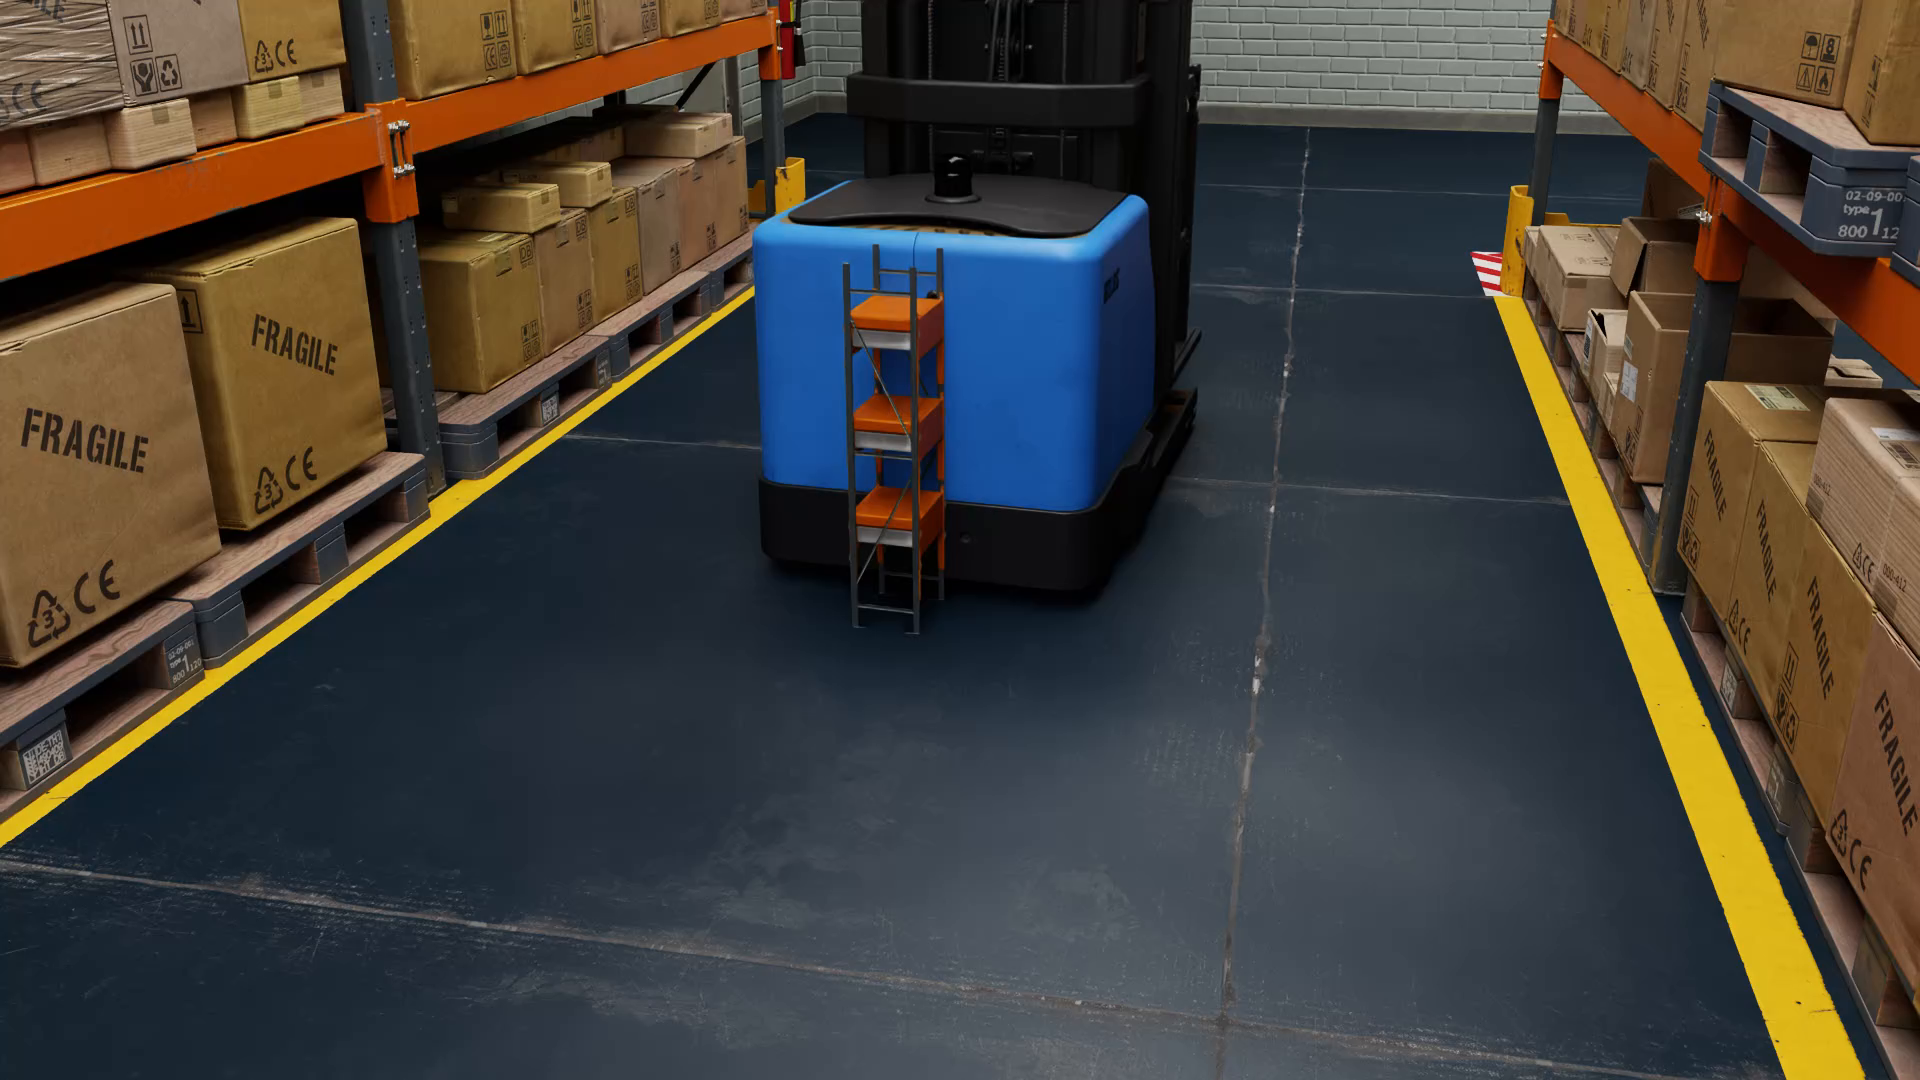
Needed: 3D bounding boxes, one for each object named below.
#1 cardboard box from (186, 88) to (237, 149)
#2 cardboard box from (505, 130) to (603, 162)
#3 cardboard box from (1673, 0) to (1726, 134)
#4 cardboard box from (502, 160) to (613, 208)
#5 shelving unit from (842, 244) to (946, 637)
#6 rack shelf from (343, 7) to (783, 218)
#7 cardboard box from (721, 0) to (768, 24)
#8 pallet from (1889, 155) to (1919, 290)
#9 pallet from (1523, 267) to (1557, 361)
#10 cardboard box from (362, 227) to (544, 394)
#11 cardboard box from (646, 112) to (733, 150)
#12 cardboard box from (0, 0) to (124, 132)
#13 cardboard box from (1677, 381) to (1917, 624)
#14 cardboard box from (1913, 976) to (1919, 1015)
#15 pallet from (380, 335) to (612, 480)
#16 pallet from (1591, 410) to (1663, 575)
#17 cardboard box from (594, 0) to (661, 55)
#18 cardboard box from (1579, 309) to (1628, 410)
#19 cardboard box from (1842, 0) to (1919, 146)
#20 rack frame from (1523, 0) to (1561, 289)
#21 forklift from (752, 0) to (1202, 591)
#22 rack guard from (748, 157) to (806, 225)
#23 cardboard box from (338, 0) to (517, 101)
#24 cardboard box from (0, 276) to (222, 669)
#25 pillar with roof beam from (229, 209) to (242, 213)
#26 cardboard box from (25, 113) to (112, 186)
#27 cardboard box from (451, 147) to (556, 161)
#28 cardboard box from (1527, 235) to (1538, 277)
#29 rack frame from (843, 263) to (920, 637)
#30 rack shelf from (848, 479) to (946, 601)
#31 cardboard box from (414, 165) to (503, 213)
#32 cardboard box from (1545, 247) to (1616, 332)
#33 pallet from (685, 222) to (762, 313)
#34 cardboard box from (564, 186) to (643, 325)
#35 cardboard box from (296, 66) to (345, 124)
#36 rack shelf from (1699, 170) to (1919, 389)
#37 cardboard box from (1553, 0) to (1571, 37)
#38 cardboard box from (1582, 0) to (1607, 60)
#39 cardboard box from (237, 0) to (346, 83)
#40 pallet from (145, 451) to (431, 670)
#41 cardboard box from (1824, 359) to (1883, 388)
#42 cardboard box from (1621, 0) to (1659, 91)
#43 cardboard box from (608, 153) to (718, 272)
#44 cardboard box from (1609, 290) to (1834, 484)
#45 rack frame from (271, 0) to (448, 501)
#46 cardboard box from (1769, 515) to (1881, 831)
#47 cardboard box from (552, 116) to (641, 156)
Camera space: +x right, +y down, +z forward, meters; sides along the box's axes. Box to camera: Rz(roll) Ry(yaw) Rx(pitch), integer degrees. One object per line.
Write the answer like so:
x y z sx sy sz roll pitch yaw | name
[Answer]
-2.205 -1.147 4.495 0.380 0.149 0.250 5 23 13 | cardboard box
-1.892 -1.811 7.750 0.380 0.149 0.250 5 22 12 | cardboard box
2.413 -1.457 4.822 0.500 0.500 0.500 5 22 12 | cardboard box
-1.680 -1.489 6.950 0.380 0.149 0.250 4 22 9 | cardboard box
-0.176 -0.270 4.619 0.215 1.050 0.252 6 23 15 | shelving unit
-1.880 -1.982 7.223 1.077 0.370 4.000 4 22 11 | rack shelf
-1.566 -2.999 8.384 0.980 0.700 0.700 5 23 13 | cardboard box
2.138 -0.368 2.509 1.003 0.211 1.213 4 22 11 | pallet
3.201 -1.058 7.698 1.003 0.211 1.213 4 22 11 | pallet
-2.035 -0.885 6.321 0.700 0.500 0.500 5 22 12 | cardboard box
-1.364 -2.059 8.366 0.380 0.149 0.250 4 22 10 | cardboard box
-2.341 -1.220 3.808 0.500 0.500 0.500 4 22 11 | cardboard box
2.225 -0.094 4.330 0.500 0.500 0.500 3 22 8 | cardboard box
1.813 0.661 2.454 0.500 0.500 0.500 4 22 9 | cardboard box
-2.056 -0.563 6.469 1.003 0.211 1.213 4 22 11 | pallet
2.703 -0.166 5.483 1.003 0.211 1.213 4 22 11 | pallet
-1.868 -2.454 7.030 0.980 0.700 0.700 3 22 8 | cardboard box
2.554 -0.669 6.011 0.500 0.311 0.500 4 22 11 | cardboard box
2.168 -1.037 3.217 0.700 0.500 0.500 8 23 19 | cardboard box
3.378 -2.671 7.971 1.000 3.000 0.127 4 22 11 | rack frame
0.285 -1.734 5.735 1.130 2.935 3.031 6 23 15 | forklift
-1.467 -1.897 9.394 1.175 0.500 0.348 4 22 11 | rack guard
-2.161 -1.921 5.706 0.980 0.700 0.700 5 22 12 | cardboard box
-2.472 -0.209 4.173 0.750 0.750 0.750 5 23 13 | cardboard box
1.223 -4.361 4.136 9.100 9.000 0.400 4 22 11 | pillar with roof beam
-2.316 -0.961 4.034 0.380 0.149 0.250 4 22 11 | cardboard box
-1.996 -1.624 7.288 0.380 0.149 0.250 4 22 10 | cardboard box
2.906 -1.343 7.875 0.380 0.166 0.250 4 22 11 | cardboard box
-0.209 -0.226 4.510 0.200 1.050 0.008 6 23 15 | rack frame
-0.176 -0.002 4.727 0.215 0.259 0.240 6 23 15 | rack shelf
-2.100 -1.438 6.824 0.380 0.149 0.250 4 22 9 | cardboard box
2.786 -1.057 7.054 0.500 0.250 0.500 4 22 11 | cardboard box
-1.558 -1.455 8.685 1.003 0.211 1.213 4 22 11 | pallet
-1.822 -1.256 7.242 0.700 0.500 0.500 5 22 12 | cardboard box
-2.080 -1.332 4.955 0.380 0.149 0.250 5 22 11 | cardboard box
2.154 -0.143 2.657 1.077 0.370 4.000 4 22 11 | rack shelf
3.030 -2.575 7.599 0.500 0.500 0.500 5 22 12 | cardboard box
2.825 -2.203 6.674 0.500 0.500 0.500 4 22 11 | cardboard box
-2.135 -1.590 4.728 0.500 0.500 0.500 4 22 10 | cardboard box
-2.372 -0.003 5.078 1.003 0.211 1.213 4 22 11 | pallet
3.026 -0.552 5.913 0.380 0.166 0.250 4 22 11 | cardboard box
2.620 -1.834 5.757 0.500 0.500 0.500 5 22 12 | cardboard box
-1.619 -1.636 8.184 0.700 0.500 0.500 4 22 11 | cardboard box
2.401 -0.483 5.294 0.500 0.500 0.500 4 22 11 | cardboard box
-2.288 -1.584 5.273 1.000 3.000 0.127 4 22 11 | rack frame
2.018 0.284 3.391 0.500 0.500 0.500 5 22 12 | cardboard box
-1.789 -1.996 8.209 0.380 0.149 0.250 5 22 11 | cardboard box
